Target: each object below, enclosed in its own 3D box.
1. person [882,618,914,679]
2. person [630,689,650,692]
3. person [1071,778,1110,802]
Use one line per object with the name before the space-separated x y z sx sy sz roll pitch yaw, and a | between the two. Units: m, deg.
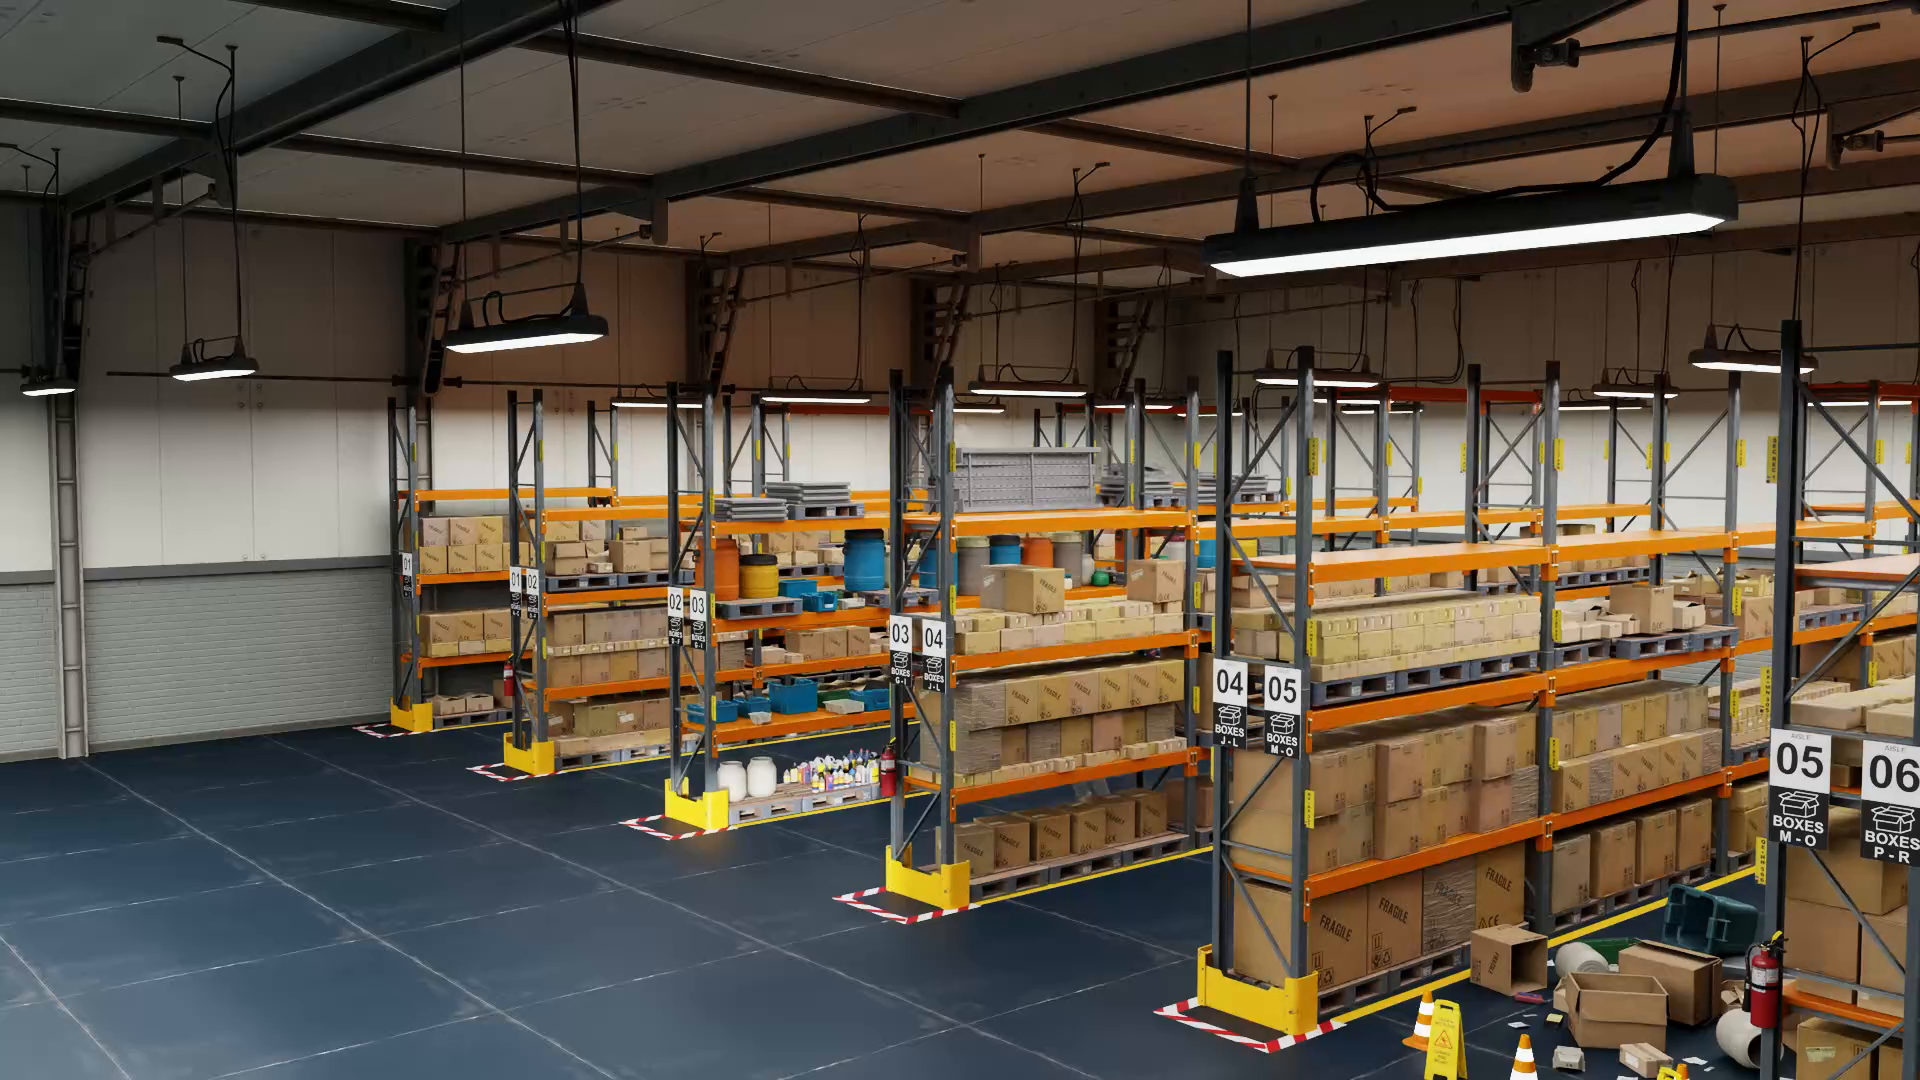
person | -1.301 2.318 34.496 0.648 1.706 0.848 3 4 41
person | -5.788 2.617 29.912 0.720 1.592 0.875 1 4 21
person | 1.809 2.926 23.283 0.793 1.804 0.681 -2 4 -35
